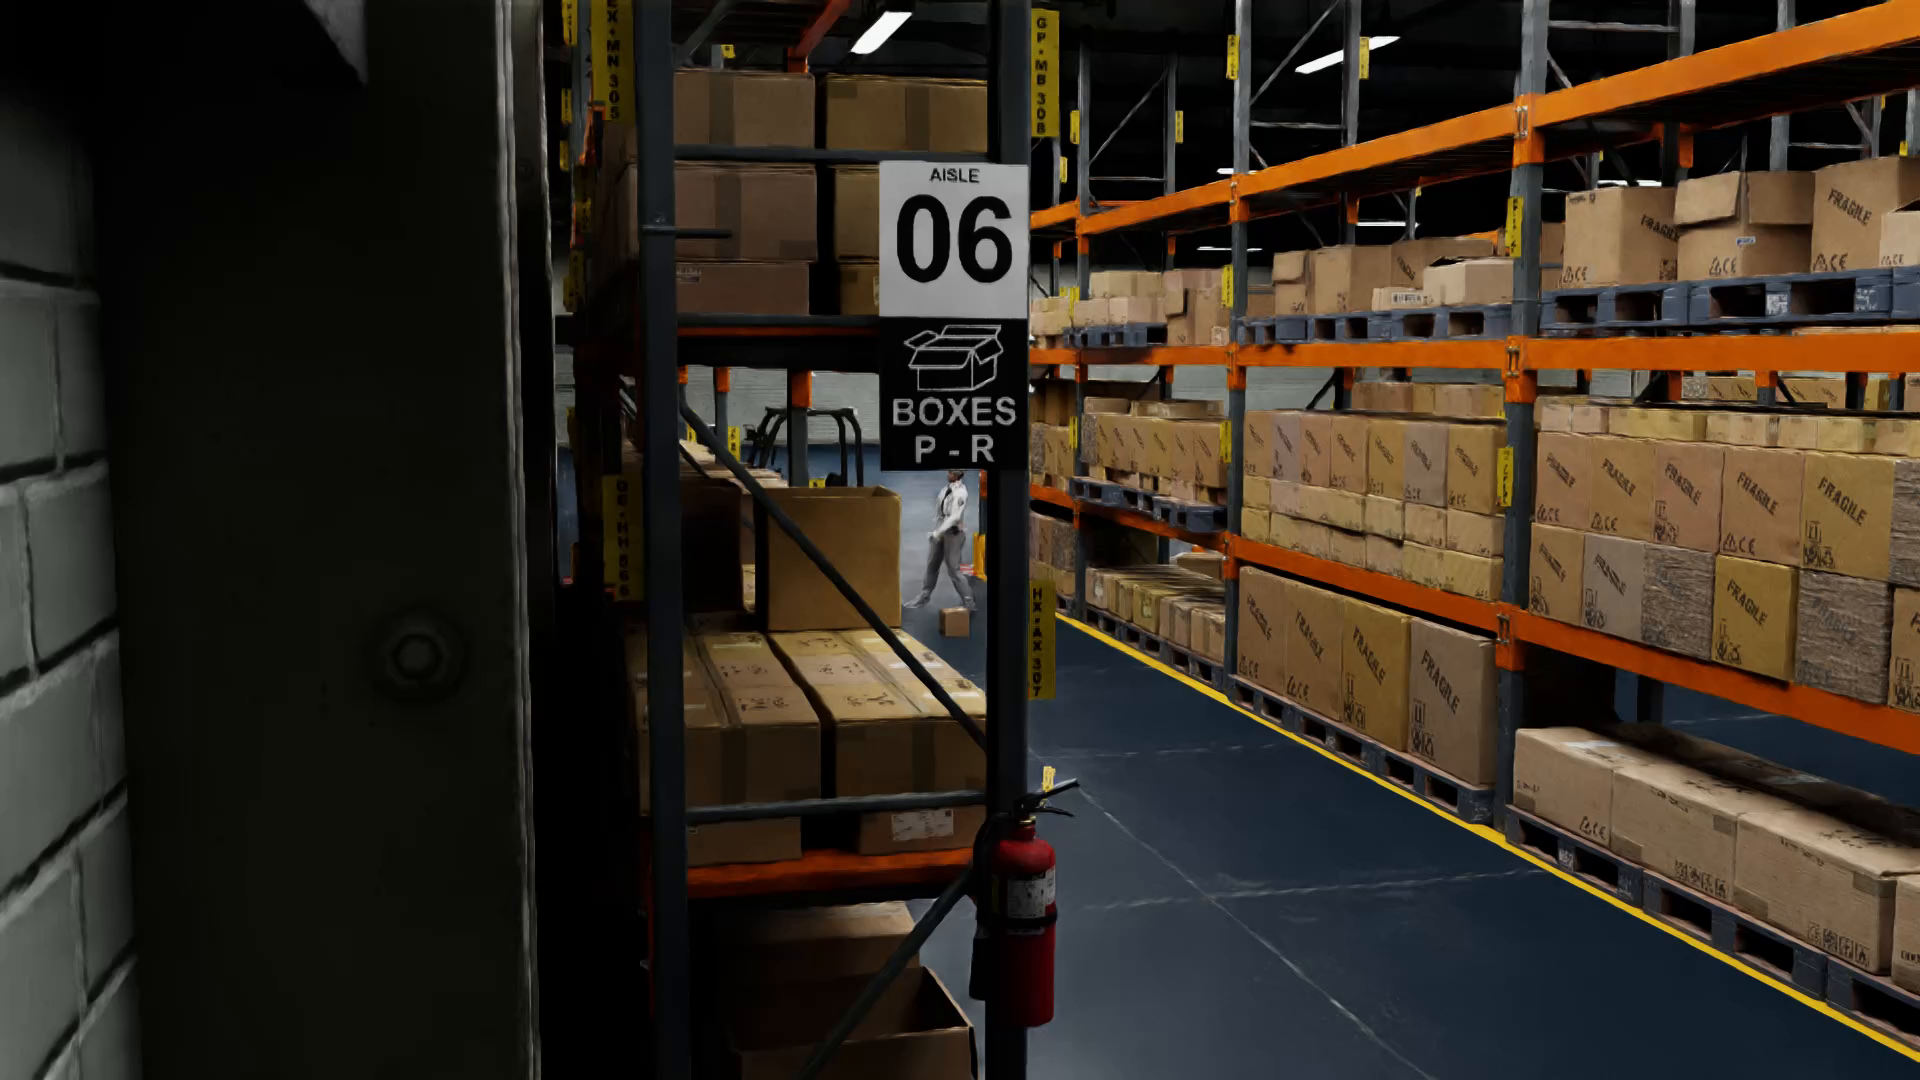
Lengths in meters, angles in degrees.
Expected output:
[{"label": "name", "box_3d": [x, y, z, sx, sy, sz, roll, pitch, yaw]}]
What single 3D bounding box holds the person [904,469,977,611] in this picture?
[{"label": "person", "box_3d": [-0.209, -0.051, 17.727, 0.646, 1.664, 0.663, -2, 7, -20]}]
